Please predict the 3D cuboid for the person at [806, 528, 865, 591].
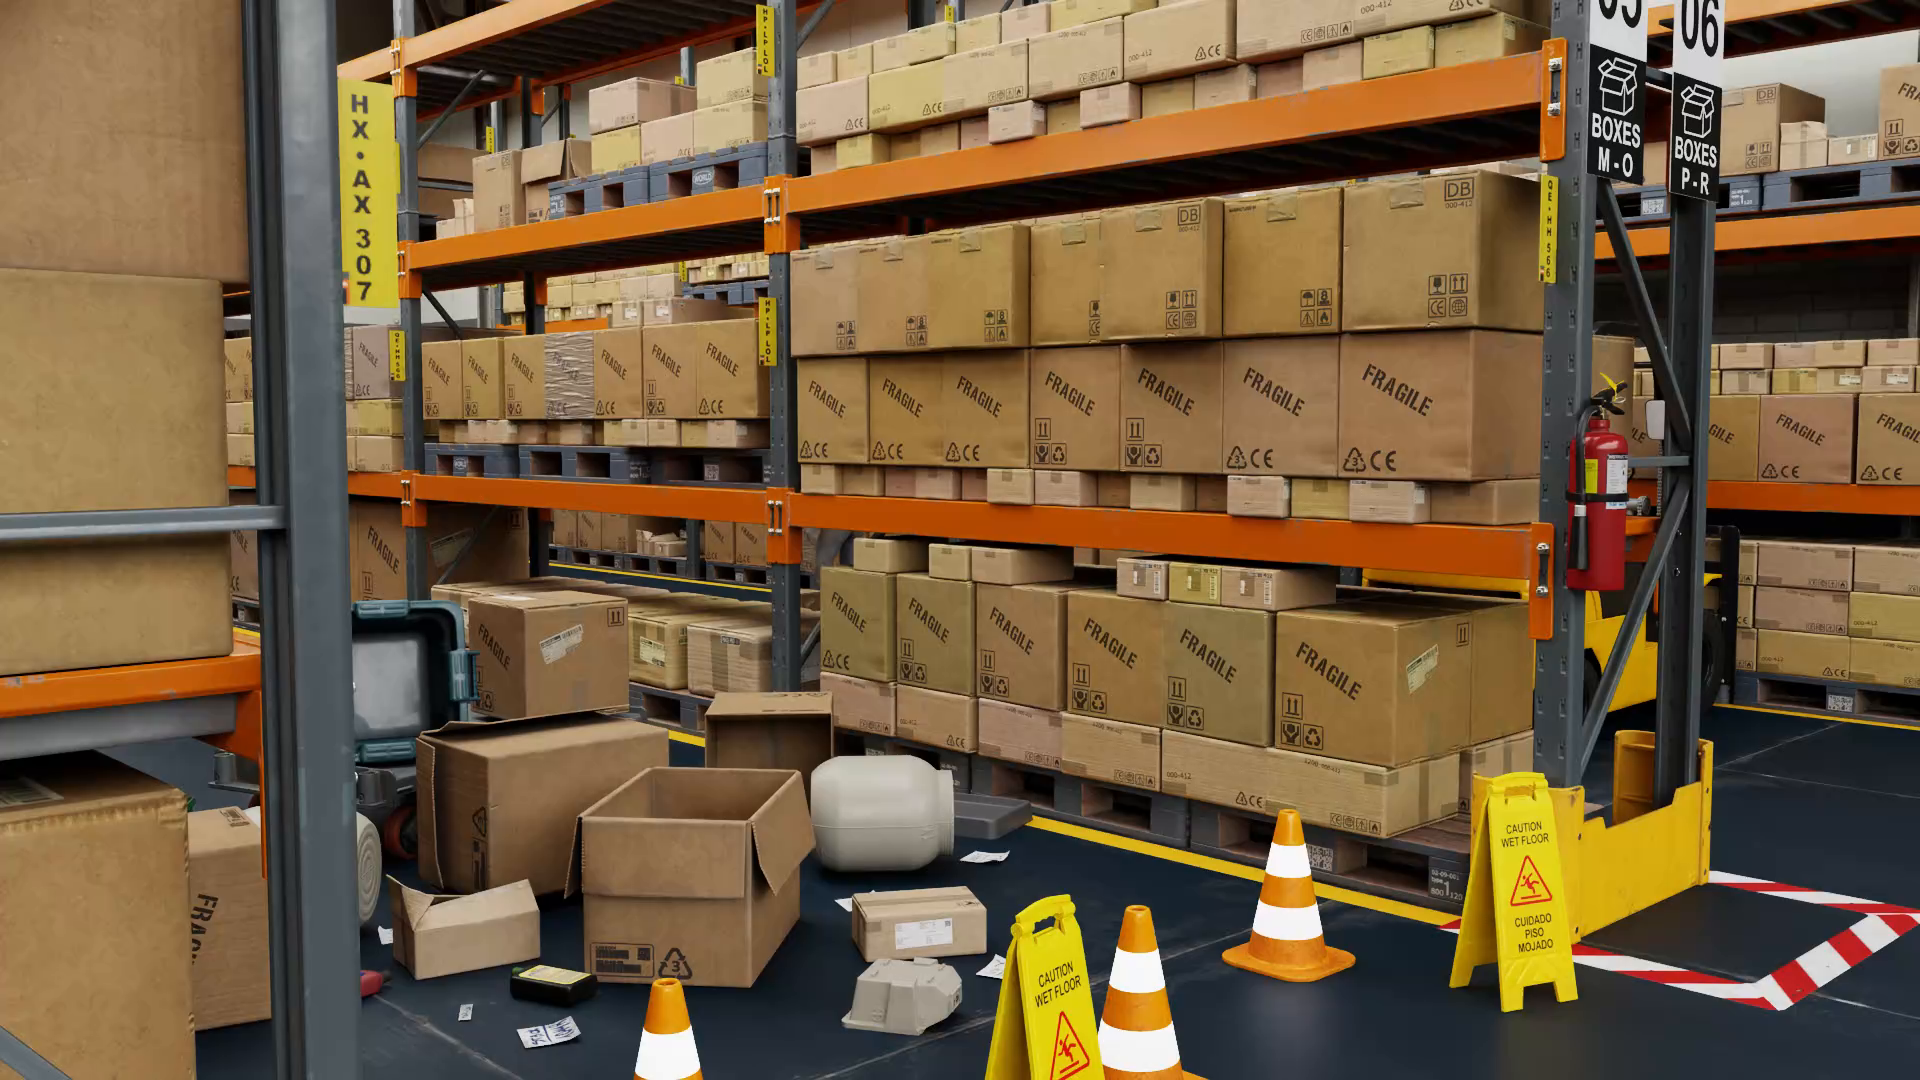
[{"bbox_3d":[-0.997,-0.104,13.380,0.500,1.626,0.446,-4,5,-42],"label":"person"}]
